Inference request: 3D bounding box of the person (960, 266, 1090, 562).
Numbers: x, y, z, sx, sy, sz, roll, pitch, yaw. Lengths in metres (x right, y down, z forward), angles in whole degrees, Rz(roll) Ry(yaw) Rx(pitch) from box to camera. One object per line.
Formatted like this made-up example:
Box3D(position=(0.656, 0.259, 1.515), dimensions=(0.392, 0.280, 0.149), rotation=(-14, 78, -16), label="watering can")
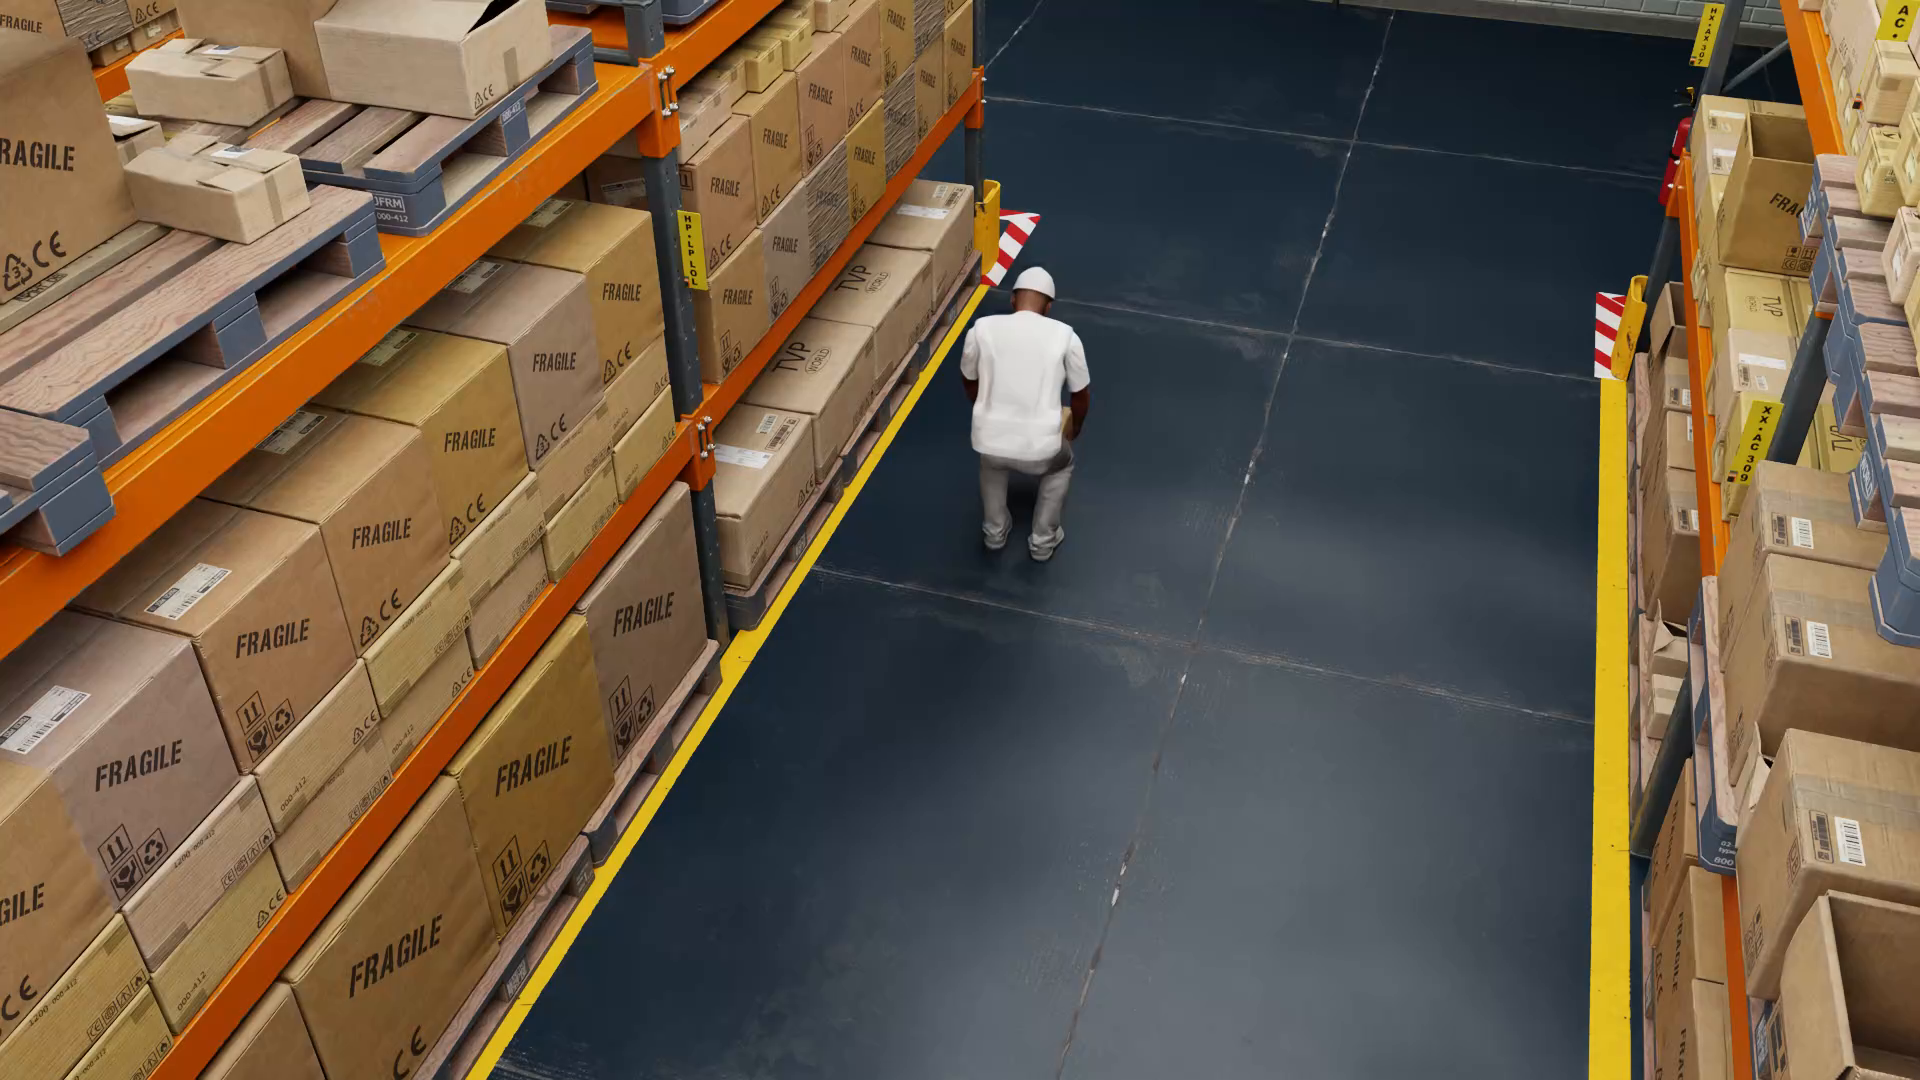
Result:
Box3D(position=(0.282, -0.577, 7.995), dimensions=(0.631, 1.346, 0.790), rotation=(10, 38, 13), label="person")
